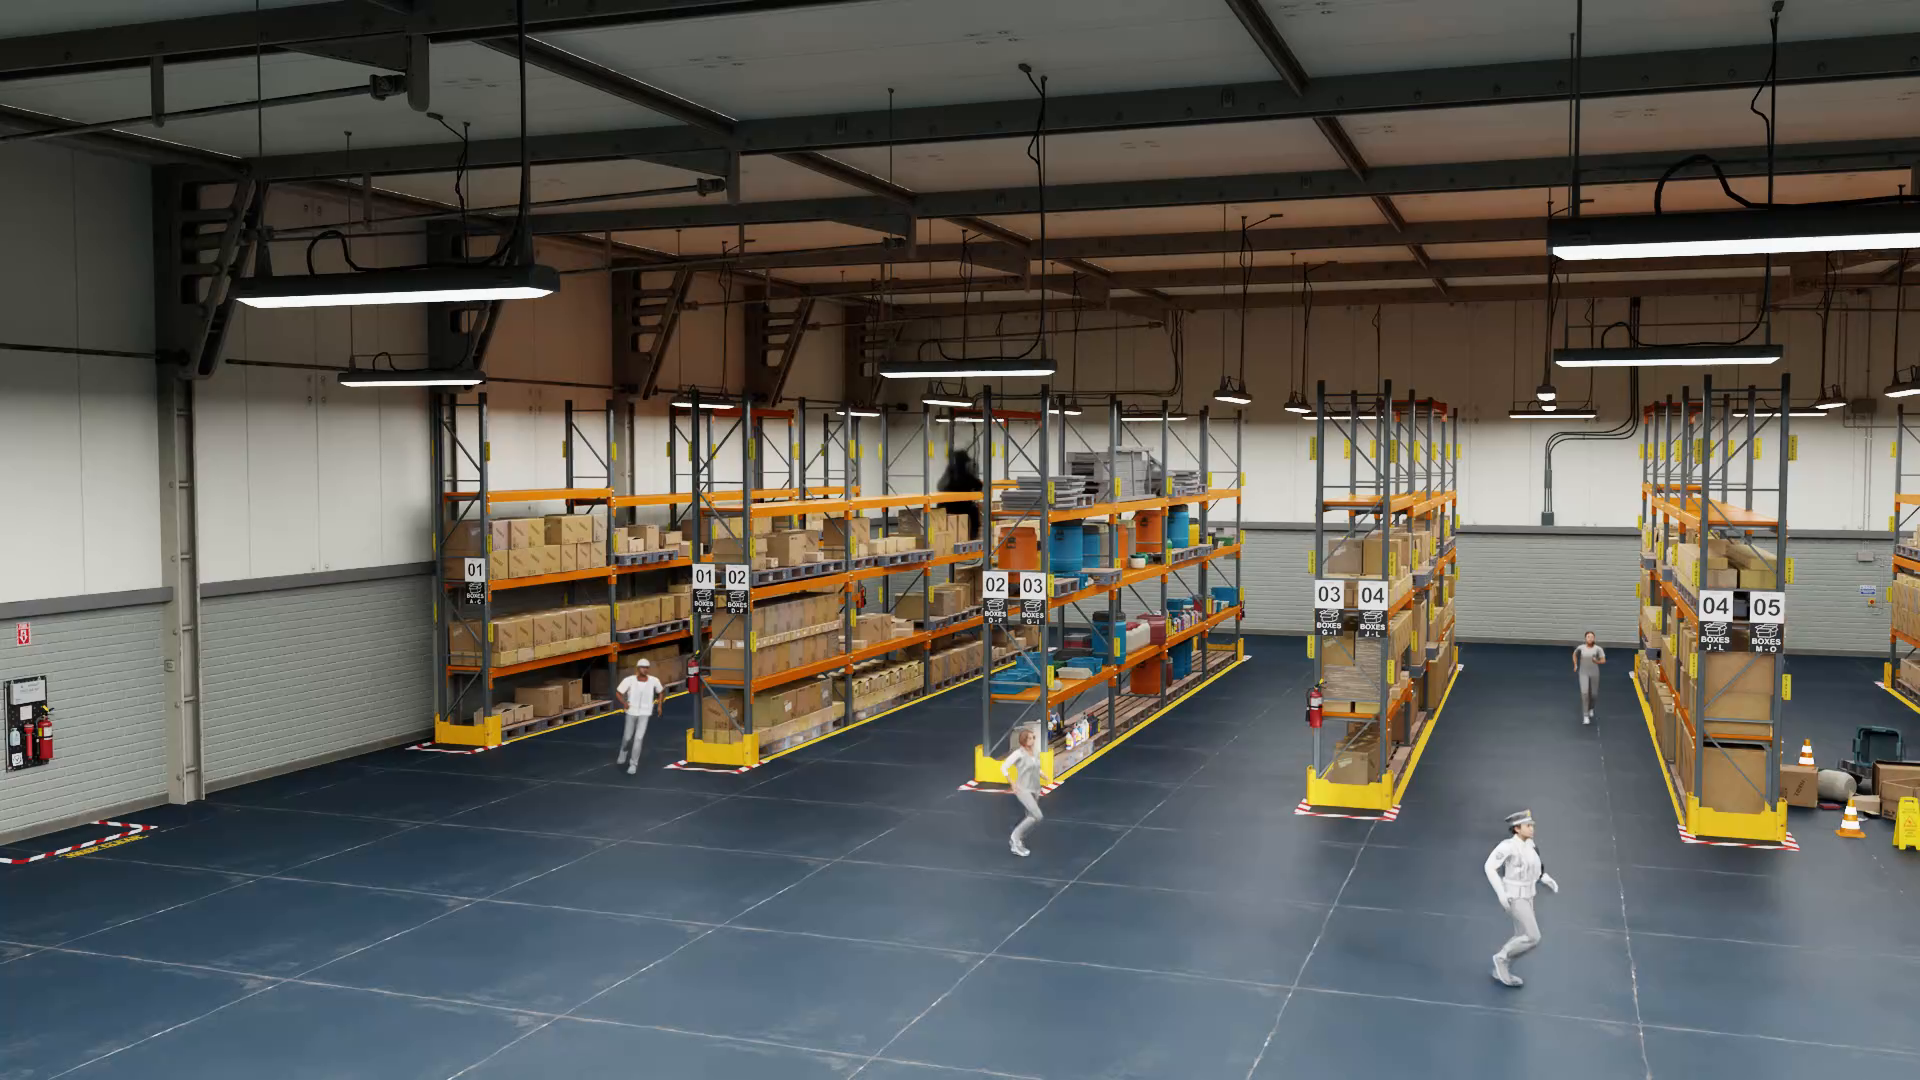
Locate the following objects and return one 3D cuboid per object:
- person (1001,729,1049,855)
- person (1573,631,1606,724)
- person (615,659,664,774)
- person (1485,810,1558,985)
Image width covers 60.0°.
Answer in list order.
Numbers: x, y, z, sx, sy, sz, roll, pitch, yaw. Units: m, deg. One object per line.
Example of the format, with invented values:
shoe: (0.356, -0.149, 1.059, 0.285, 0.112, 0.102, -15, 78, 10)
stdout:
person: (0.847, 3.116, 20.468, 0.596, 1.562, 0.515, 2, 4, 39)
person: (11.614, 2.505, 30.701, 0.561, 1.657, 0.967, 1, 3, 17)
person: (-5.023, 2.729, 26.065, 0.761, 1.736, 0.971, -1, 3, -11)
person: (5.260, 3.338, 15.522, 0.567, 1.661, 0.623, 3, 4, 44)
